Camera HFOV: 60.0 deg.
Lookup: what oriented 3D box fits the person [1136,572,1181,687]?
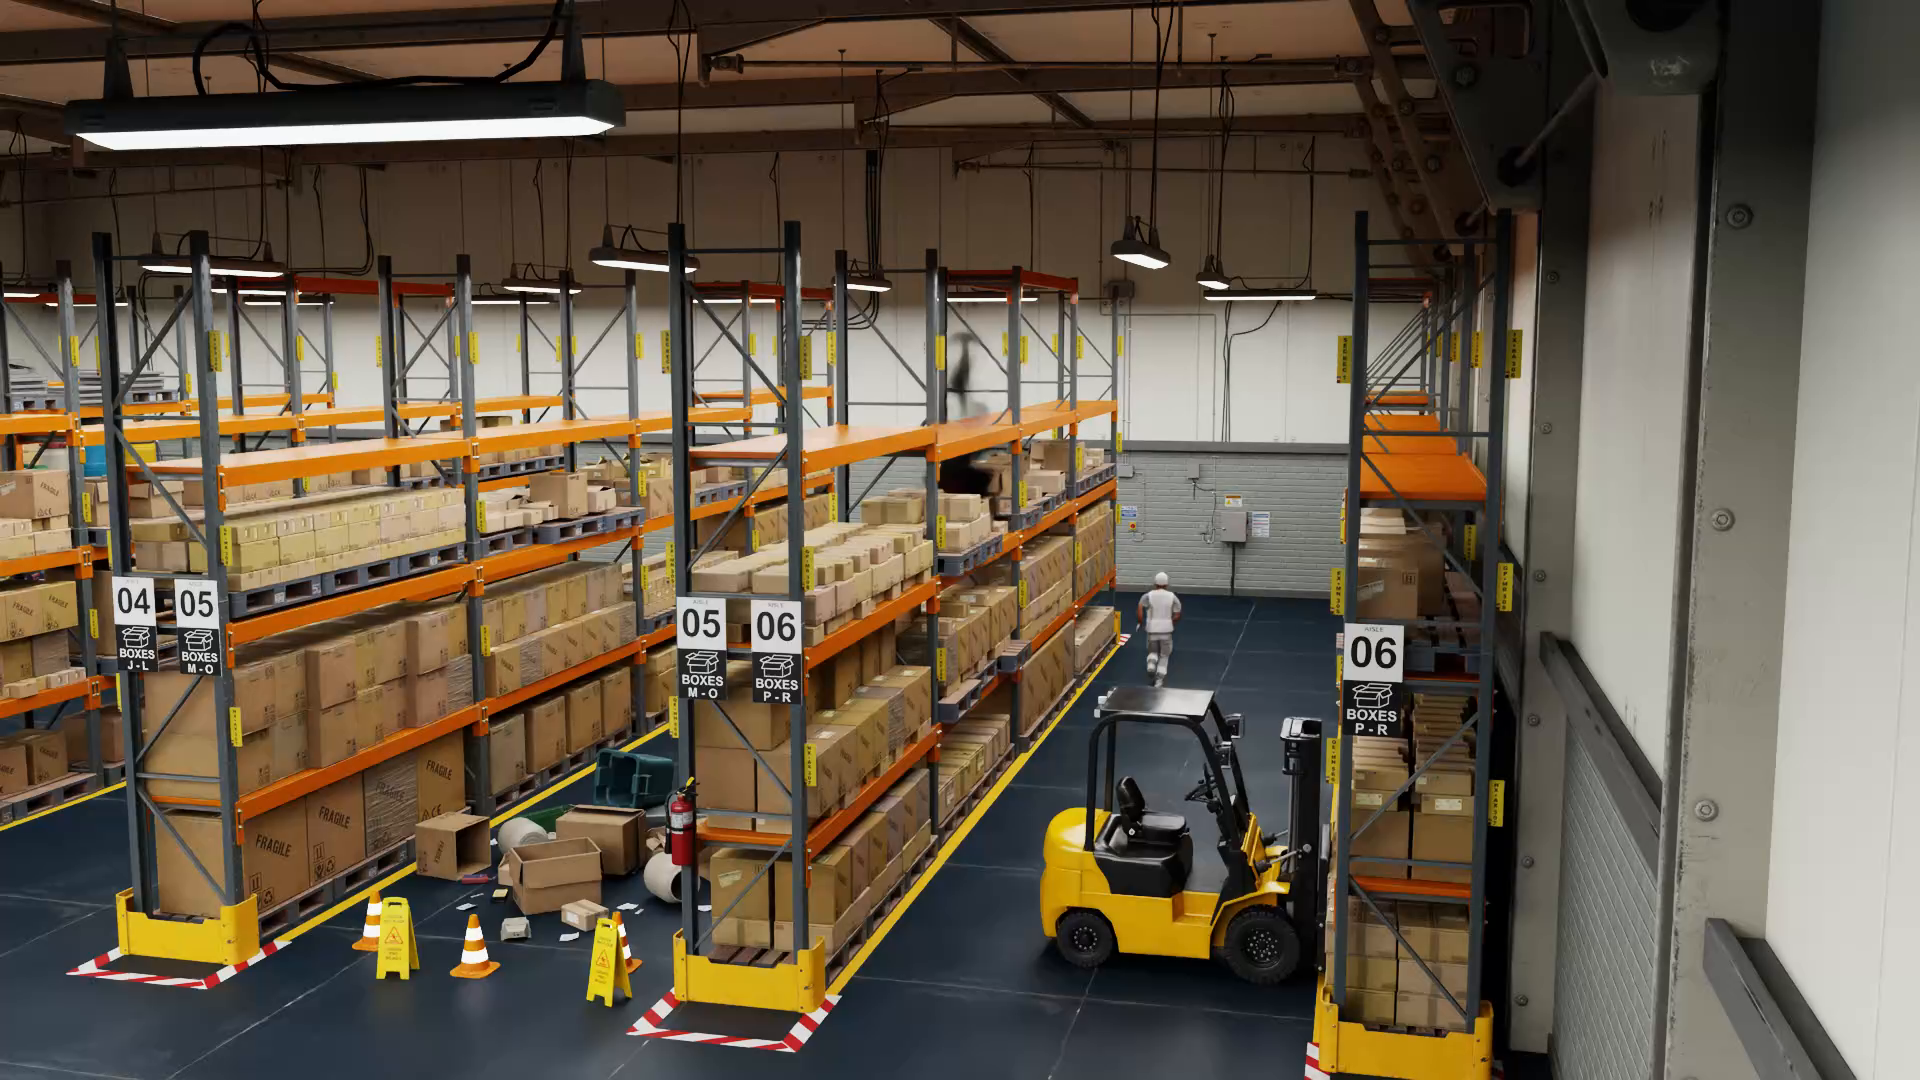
[{"bbox_3d":[2.913,1.327,24.399,0.661,1.735,0.640,1,7,10],"label":"person"}]
